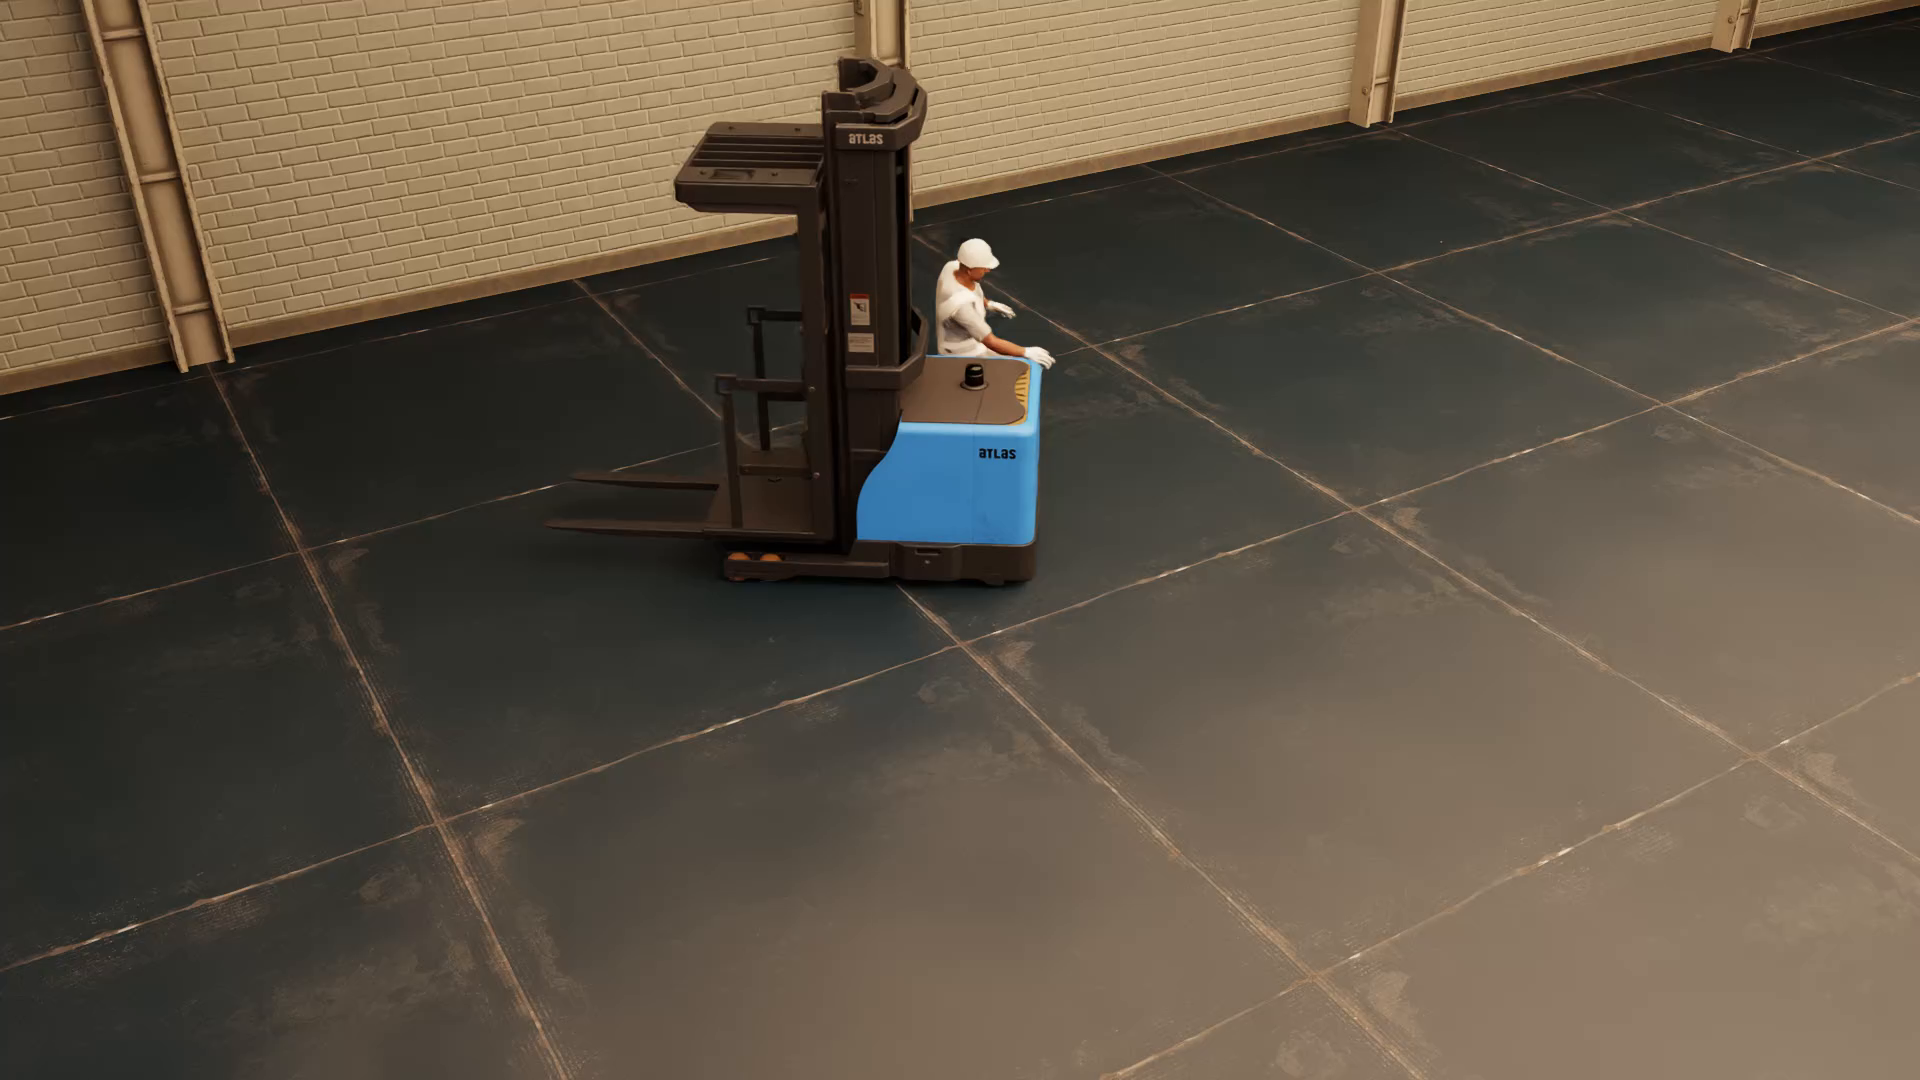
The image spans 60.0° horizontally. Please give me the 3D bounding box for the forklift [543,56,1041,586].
[{"bbox_3d":[-1.028,-1.272,9.770,3.031,2.935,1.130,2,31,3],"label":"forklift"}]

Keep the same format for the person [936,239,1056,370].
[{"bbox_3d":[0.229,-1.287,11.084,0.776,1.568,0.873,-1,31,-2],"label":"person"}]
